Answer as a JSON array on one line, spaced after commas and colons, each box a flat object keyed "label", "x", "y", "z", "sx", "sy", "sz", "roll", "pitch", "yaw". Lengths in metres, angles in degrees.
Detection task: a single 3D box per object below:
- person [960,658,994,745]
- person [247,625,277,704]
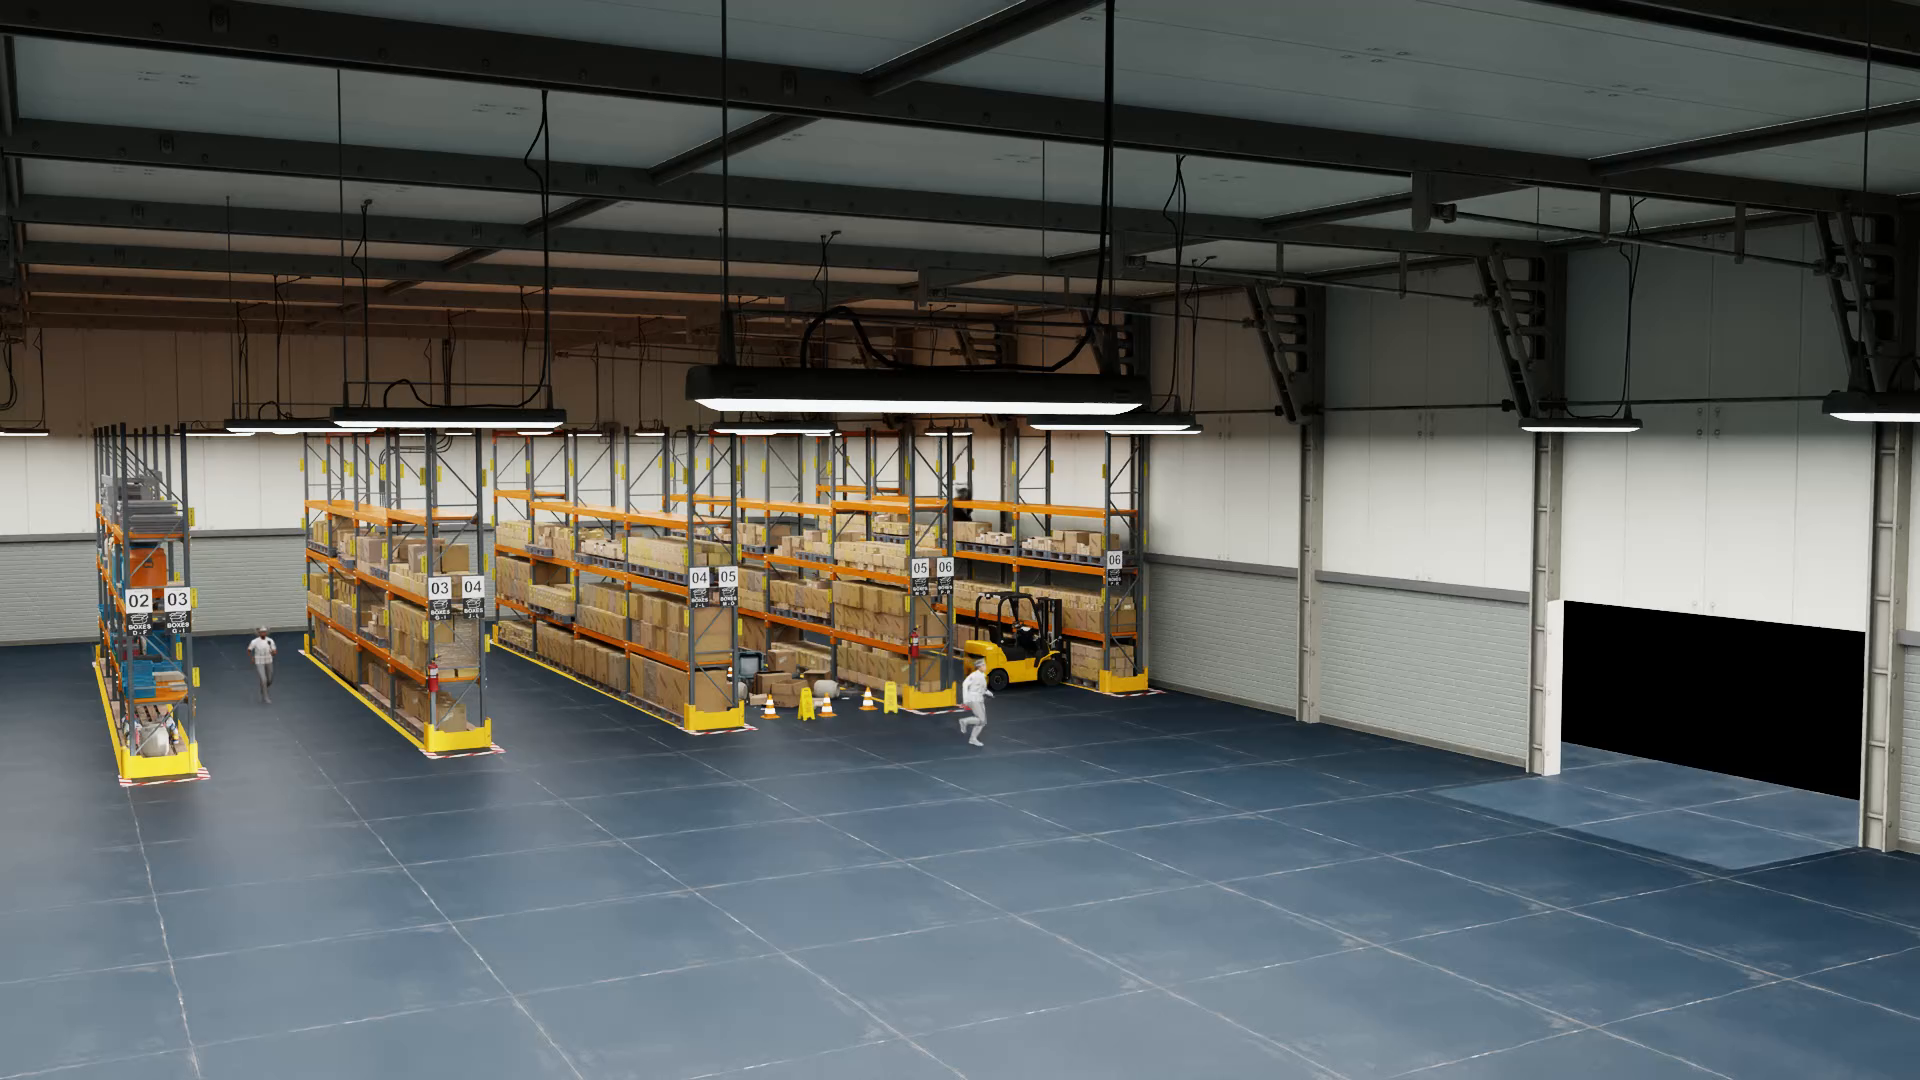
[{"label": "person", "x": 0.310, "y": 3.033, "z": 31.186, "sx": 0.640, "sy": 1.646, "sz": 0.653, "roll": 2, "pitch": 4, "yaw": 25}, {"label": "person", "x": -15.148, "y": 2.687, "z": 36.157, "sx": 0.587, "sy": 1.672, "sz": 0.838, "roll": -3, "pitch": 5, "yaw": -40}]
